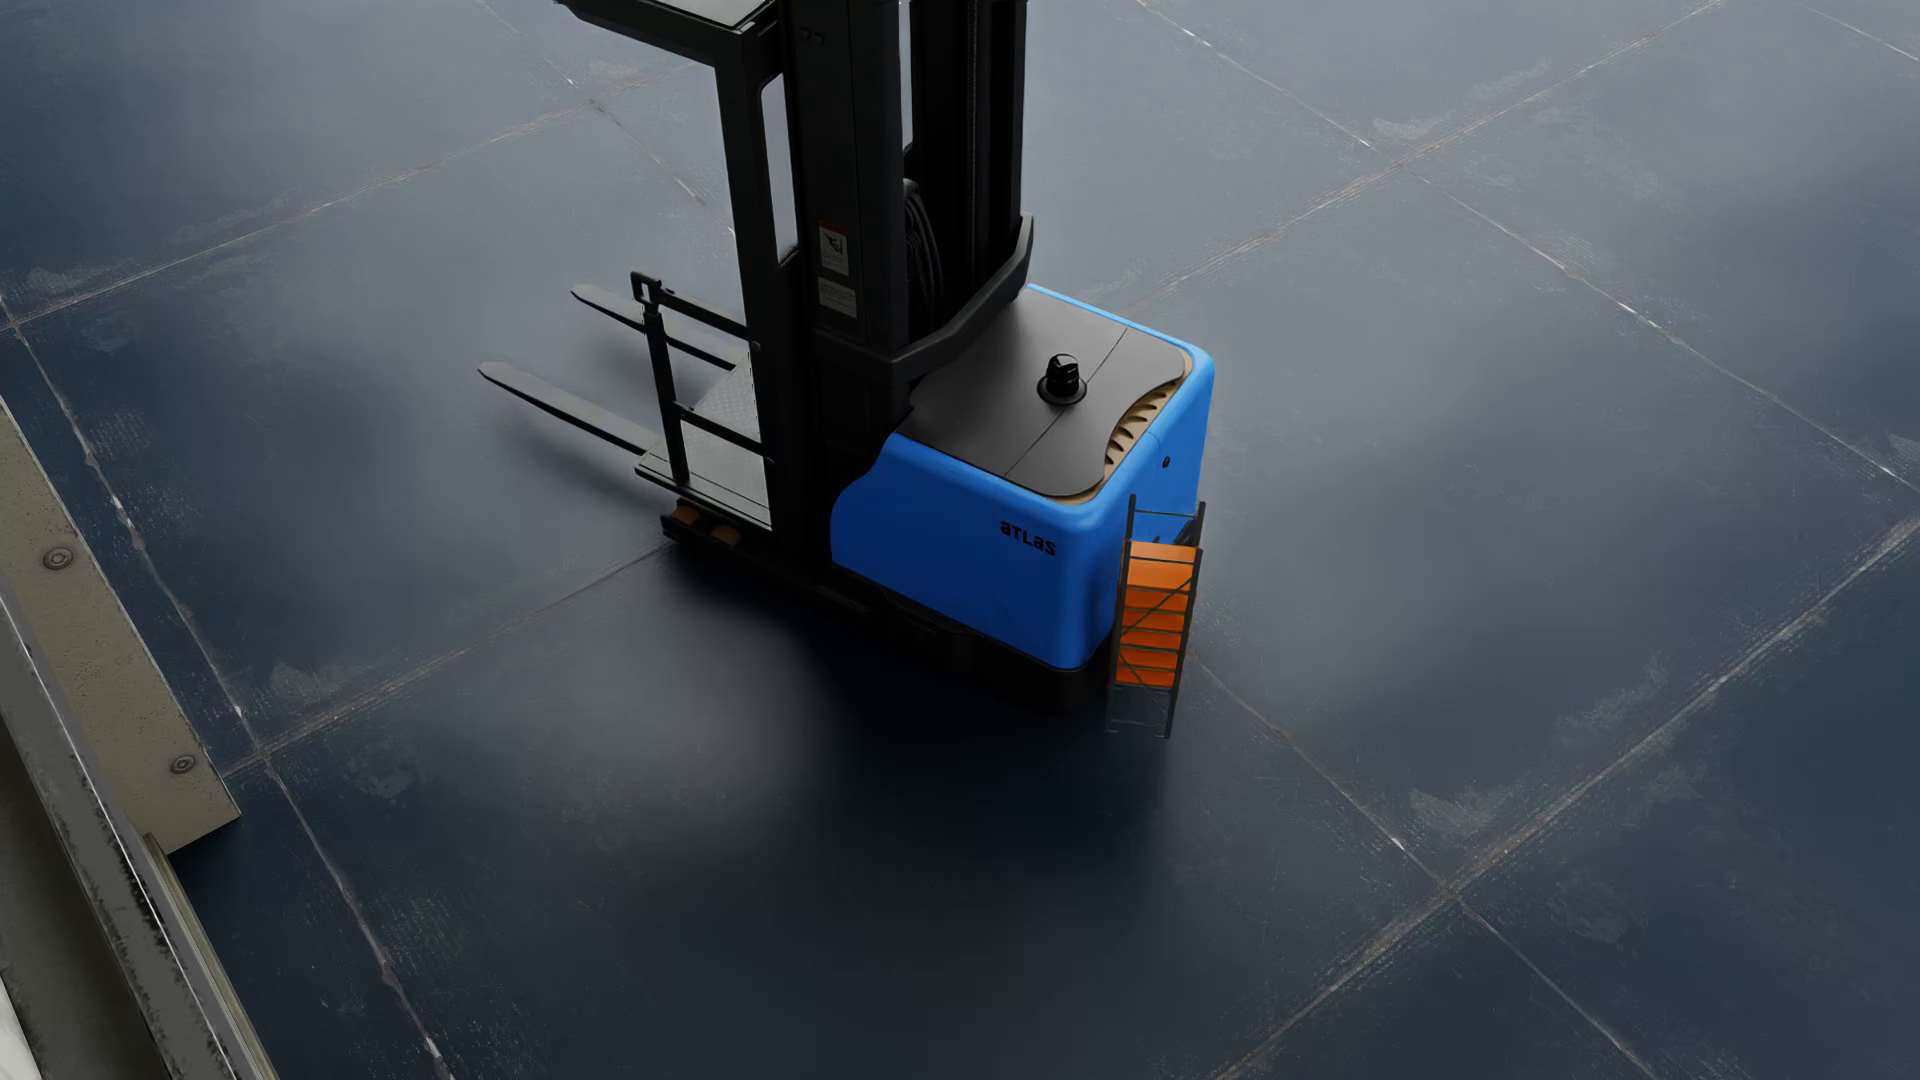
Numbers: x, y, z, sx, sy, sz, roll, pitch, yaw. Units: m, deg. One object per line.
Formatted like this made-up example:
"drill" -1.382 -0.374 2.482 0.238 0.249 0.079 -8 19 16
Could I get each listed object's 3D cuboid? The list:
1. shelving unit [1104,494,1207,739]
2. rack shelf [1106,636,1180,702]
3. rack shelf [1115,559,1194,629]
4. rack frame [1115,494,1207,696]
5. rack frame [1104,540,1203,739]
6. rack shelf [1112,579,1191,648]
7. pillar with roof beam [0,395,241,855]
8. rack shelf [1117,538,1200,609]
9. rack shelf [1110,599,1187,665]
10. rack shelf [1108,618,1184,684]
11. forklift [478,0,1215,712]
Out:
"shelving unit" 0.652 0.291 5.665 0.258 1.200 0.189 6 55 5
"rack shelf" 0.656 0.456 5.897 0.258 0.103 0.180 6 55 5
"rack shelf" 0.649 0.177 5.506 0.258 0.103 0.180 6 55 5
"rack frame" 0.665 0.217 5.718 0.240 1.200 0.006 6 55 5
"rack frame" 0.639 0.365 5.613 0.240 1.200 0.006 6 55 5
"rack shelf" 0.651 0.247 5.604 0.258 0.103 0.180 6 55 5
"pillar with roof beam" 0.648 -4.032 4.330 9.100 9.000 0.400 -29 54 -24
"rack shelf" 0.647 0.107 5.409 0.258 0.103 0.180 6 55 5
"rack shelf" 0.653 0.317 5.701 0.258 0.103 0.180 6 55 5
"rack shelf" 0.654 0.387 5.799 0.258 0.103 0.180 6 55 5
"forklift" -0.601 -1.193 5.852 3.031 2.935 1.130 24 52 21
